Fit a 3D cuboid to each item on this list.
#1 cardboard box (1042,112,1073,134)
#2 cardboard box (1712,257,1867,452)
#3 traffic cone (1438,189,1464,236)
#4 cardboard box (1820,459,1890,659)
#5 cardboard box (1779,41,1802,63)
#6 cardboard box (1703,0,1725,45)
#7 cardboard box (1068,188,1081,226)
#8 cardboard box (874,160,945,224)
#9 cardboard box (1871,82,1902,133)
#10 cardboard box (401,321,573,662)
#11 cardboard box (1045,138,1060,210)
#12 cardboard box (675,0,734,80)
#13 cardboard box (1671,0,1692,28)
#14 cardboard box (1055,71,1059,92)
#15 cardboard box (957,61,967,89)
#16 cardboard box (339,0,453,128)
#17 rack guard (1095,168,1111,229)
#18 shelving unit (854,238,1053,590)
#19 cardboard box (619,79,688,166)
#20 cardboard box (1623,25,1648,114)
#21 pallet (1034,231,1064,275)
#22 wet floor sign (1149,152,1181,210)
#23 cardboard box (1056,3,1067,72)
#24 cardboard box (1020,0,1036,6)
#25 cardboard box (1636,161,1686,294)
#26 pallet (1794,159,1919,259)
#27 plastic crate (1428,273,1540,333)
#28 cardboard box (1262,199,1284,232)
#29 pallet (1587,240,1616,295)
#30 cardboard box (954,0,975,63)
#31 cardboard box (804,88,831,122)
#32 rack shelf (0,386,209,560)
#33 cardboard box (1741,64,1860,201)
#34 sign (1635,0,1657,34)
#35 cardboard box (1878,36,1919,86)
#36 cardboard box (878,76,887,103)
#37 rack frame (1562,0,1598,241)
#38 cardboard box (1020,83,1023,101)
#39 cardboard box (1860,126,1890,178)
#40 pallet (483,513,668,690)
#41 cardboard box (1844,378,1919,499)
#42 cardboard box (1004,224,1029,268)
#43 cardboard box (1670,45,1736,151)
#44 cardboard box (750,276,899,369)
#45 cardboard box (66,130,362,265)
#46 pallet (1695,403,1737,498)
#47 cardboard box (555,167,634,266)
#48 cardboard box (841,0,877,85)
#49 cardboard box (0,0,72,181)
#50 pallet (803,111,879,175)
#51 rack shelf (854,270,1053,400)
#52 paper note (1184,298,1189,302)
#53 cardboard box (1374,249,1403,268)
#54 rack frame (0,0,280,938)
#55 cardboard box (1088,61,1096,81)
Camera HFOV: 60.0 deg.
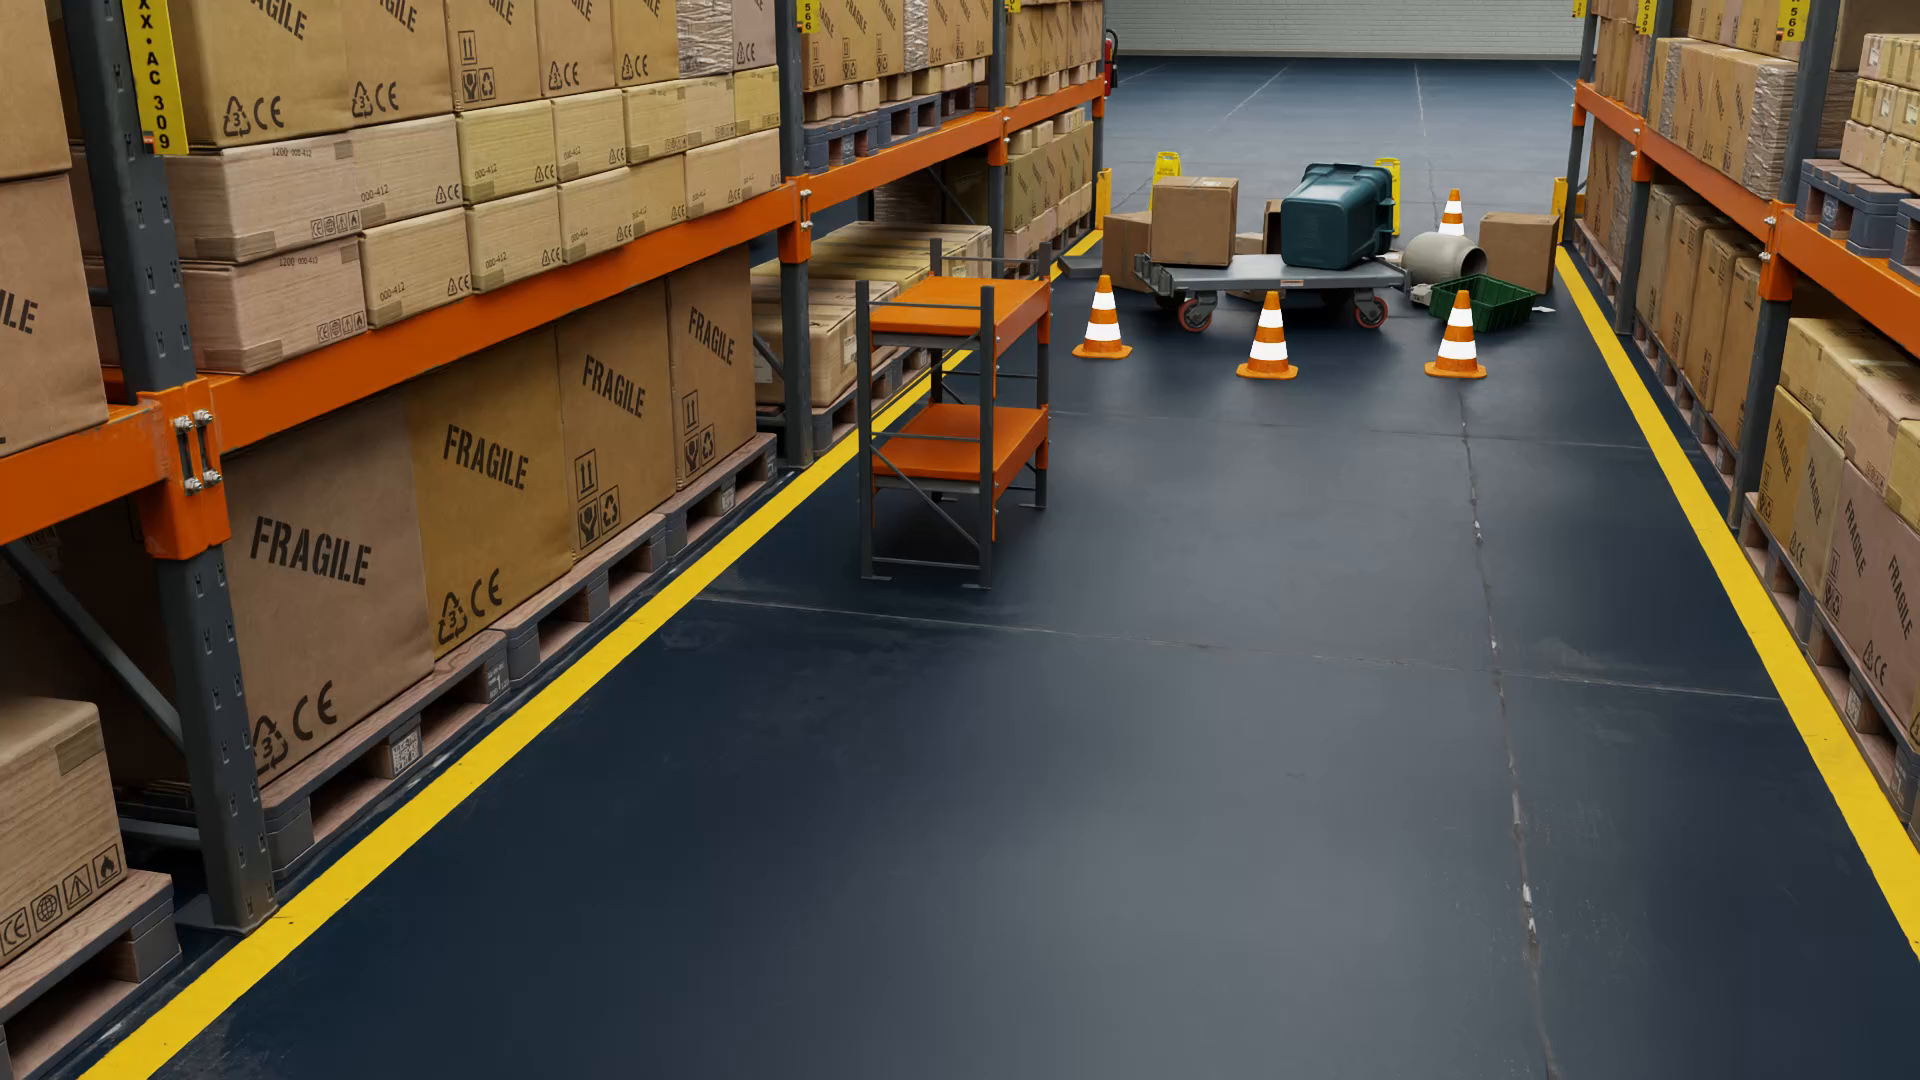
[{"bbox_3d":[0.678,-3.304,13.162,0.380,0.149,0.250,6,20,16],"label":"cardboard box"},{"bbox_3d":[3.882,-0.749,7.072,1.050,0.750,0.750,4,19,13],"label":"cardboard box"},{"bbox_3d":[4.094,-2.684,13.830,0.336,0.463,0.334,5,19,13],"label":"traffic cone"},{"bbox_3d":[2.986,0.073,5.050,0.500,0.500,0.500,4,19,12],"label":"cardboard box"},{"bbox_3d":[3.888,-2.251,6.934,0.700,0.500,0.500,4,19,13],"label":"cardboard box"},{"bbox_3d":[4.384,-2.888,8.801,0.700,0.500,0.500,4,19,12],"label":"cardboard box"},{"bbox_3d":[0.705,-2.759,13.730,0.500,0.250,0.500,5,19,14],"label":"cardboard box"},{"bbox_3d":[-0.317,-2.503,11.821,0.500,0.500,0.500,4,19,13],"label":"cardboard box"},{"bbox_3d":[3.269,-1.431,5.516,0.380,0.149,0.250,6,20,16],"label":"cardboard box"},{"bbox_3d":[-1.869,-0.215,5.313,0.875,0.875,0.875,5,20,15],"label":"cardboard box"},{"bbox_3d":[0.453,-2.792,12.664,0.500,0.500,0.500,6,20,16],"label":"cardboard box"},{"bbox_3d":[-1.168,-1.967,6.104,0.500,0.500,0.500,5,19,14],"label":"cardboard box"},{"bbox_3d":[4.747,-3.380,10.040,0.875,0.550,0.550,5,19,13],"label":"cardboard box"},{"bbox_3d":[0.543,-3.480,12.625,0.380,0.149,0.250,5,19,13],"label":"cardboard box"},{"bbox_3d":[-0.169,-2.776,9.914,0.380,0.149,0.250,4,19,12],"label":"cardboard box"},{"bbox_3d":[-1.672,-1.334,4.252,0.500,0.500,0.500,5,19,13],"label":"cardboard box"},{"bbox_3d":[0.758,-3.091,14.965,1.175,0.500,0.348,5,19,13],"label":"rack guard"},{"bbox_3d":[-0.002,-0.530,6.500,0.538,1.125,1.048,5,19,13],"label":"shelving unit"},{"bbox_3d":[-1.277,-1.461,5.784,0.500,0.250,0.500,4,19,12],"label":"cardboard box"},{"bbox_3d":[4.815,-3.047,10.735,0.875,0.550,0.550,5,19,13],"label":"cardboard box"},{"bbox_3d":[0.225,-2.322,13.158,1.003,0.211,1.213,5,19,13],"label":"pallet"},{"bbox_3d":[1.860,-3.159,14.938,0.267,0.644,0.232,12,22,32],"label":"wet floor sign"},{"bbox_3d":[0.516,-3.824,12.627,0.500,0.500,0.500,5,19,14],"label":"cardboard box"},{"bbox_3d":[0.117,-3.826,11.088,0.700,0.500,0.500,4,19,13],"label":"cardboard box"},{"bbox_3d":[4.845,-2.070,10.745,0.875,0.875,0.875,5,19,14],"label":"cardboard box"},{"bbox_3d":[3.576,-1.109,5.590,1.213,0.211,1.003,5,19,13],"label":"pallet"},{"bbox_3d":[3.396,-1.540,10.816,0.450,0.188,0.662,29,33,36],"label":"plastic crate"},{"bbox_3d":[2.802,-2.366,12.837,0.797,0.503,0.637,-9,21,-24],"label":"cardboard box"},{"bbox_3d":[5.181,-1.981,12.162,1.003,0.211,1.213,5,19,13],"label":"pallet"},{"bbox_3d":[-0.211,-3.113,9.896,0.500,0.500,0.500,5,19,14],"label":"cardboard box"},{"bbox_3d":[-0.817,-2.044,7.769,0.380,0.149,0.250,3,19,10],"label":"cardboard box"},{"bbox_3d":[-2.644,0.430,1.900,1.077,0.370,4.000,5,19,13],"label":"rack shelf"},{"bbox_3d":[3.496,-1.641,6.697,0.500,0.500,0.500,5,19,13],"label":"cardboard box"},{"bbox_3d":[4.085,-3.176,9.883,0.100,0.325,0.005,5,19,13],"label":"sign"},{"bbox_3d":[3.283,-1.579,5.488,0.380,0.149,0.250,4,19,12],"label":"cardboard box"},{"bbox_3d":[-0.604,-2.384,8.765,0.380,0.149,0.250,5,20,16],"label":"cardboard box"},{"bbox_3d":[5.601,-3.939,13.579,1.000,3.000,0.127,5,19,13],"label":"rack frame"},{"bbox_3d":[0.234,-3.168,11.710,0.380,0.149,0.250,5,19,13],"label":"cardboard box"},{"bbox_3d":[3.276,-1.303,5.601,0.380,0.149,0.250,6,20,16],"label":"cardboard box"},{"bbox_3d":[-1.744,0.151,5.918,1.003,0.211,1.213,5,19,13],"label":"pallet"},{"bbox_3d":[2.986,-0.292,4.960,0.500,0.250,0.500,5,19,14],"label":"cardboard box"},{"bbox_3d":[0.205,-2.106,11.816,0.500,0.250,0.500,4,19,11],"label":"cardboard box"},{"bbox_3d":[3.987,-2.274,8.550,0.500,0.500,0.500,5,19,13],"label":"cardboard box"},{"bbox_3d":[-0.858,-1.154,8.842,0.950,0.372,0.625,4,19,12],"label":"cardboard box"},{"bbox_3d":[-1.775,-0.818,3.901,0.500,0.250,0.500,4,19,12],"label":"cardboard box"},{"bbox_3d":[3.912,-0.353,7.395,1.003,0.211,1.213,5,19,13],"label":"pallet"},{"bbox_3d":[-1.395,-1.061,5.384,0.500,0.250,0.500,4,19,12],"label":"cardboard box"},{"bbox_3d":[-0.723,-2.464,7.997,0.500,0.500,0.500,6,20,16],"label":"cardboard box"},{"bbox_3d":[-2.003,-0.888,2.944,0.500,0.500,0.500,4,19,13],"label":"cardboard box"},{"bbox_3d":[-1.107,-1.932,7.999,1.213,0.211,1.003,5,19,13],"label":"pallet"},{"bbox_3d":[-0.002,-0.807,6.405,0.538,0.278,1.000,5,19,13],"label":"rack shelf"},{"bbox_3d":[1.583,-1.671,11.532,0.148,0.019,0.142,5,19,13],"label":"paper note"},{"bbox_3d":[3.258,-2.076,12.354,0.396,0.266,0.258,8,21,23],"label":"cardboard box"},{"bbox_3d":[-2.156,-0.537,3.619,1.000,3.000,0.127,5,19,13],"label":"rack frame"},{"bbox_3d":[0.938,-3.957,14.021,0.380,0.149,0.250,4,19,13],"label":"cardboard box"}]
